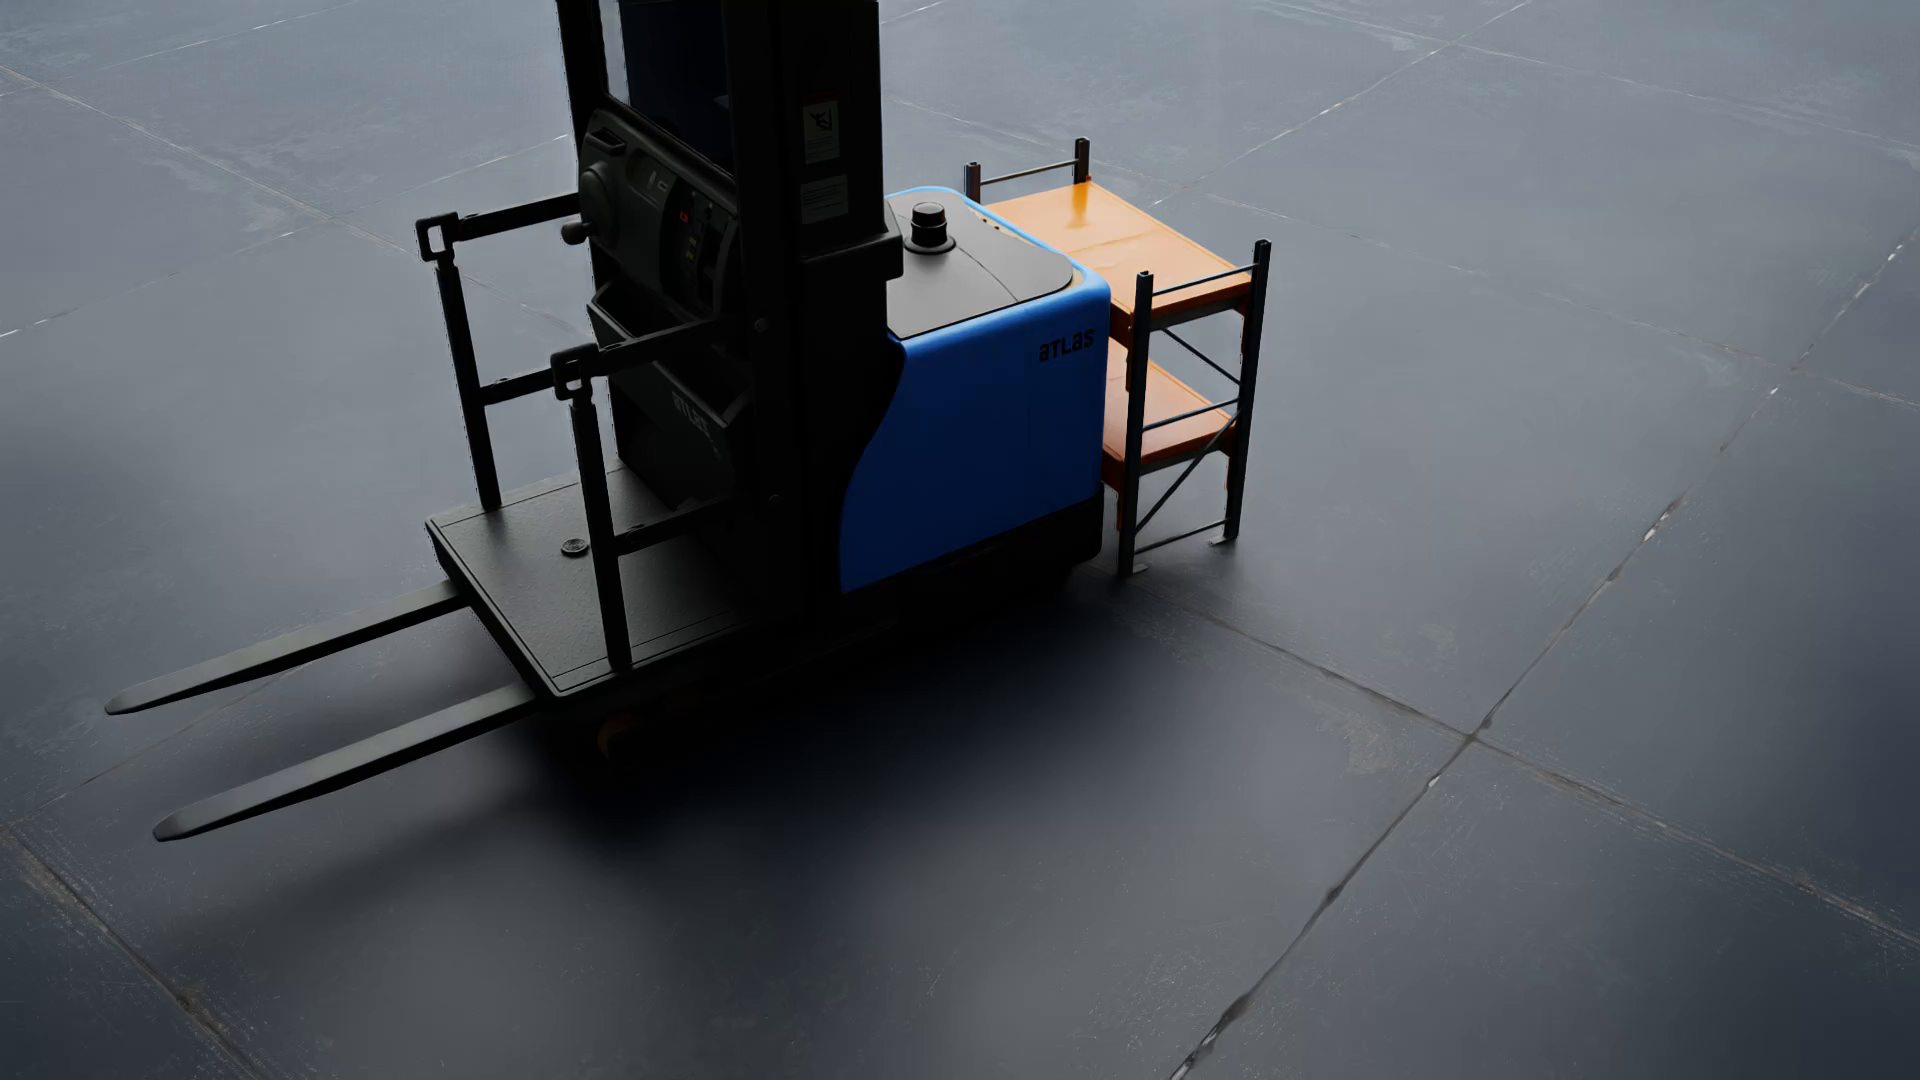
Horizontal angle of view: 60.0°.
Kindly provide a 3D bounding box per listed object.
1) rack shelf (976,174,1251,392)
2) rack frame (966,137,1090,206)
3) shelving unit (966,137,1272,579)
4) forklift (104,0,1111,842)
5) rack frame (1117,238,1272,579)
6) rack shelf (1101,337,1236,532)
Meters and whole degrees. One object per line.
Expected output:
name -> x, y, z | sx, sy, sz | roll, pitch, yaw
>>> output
rack shelf -> 0.501, -0.900, 5.655 | 0.538, 0.278, 1.000 | -18, 39, -25
rack frame -> 0.243, -0.907, 6.181 | 0.500, 1.125, 0.032 | -18, 39, -25
shelving unit -> 0.501, -0.659, 5.820 | 0.538, 1.125, 1.048 | -18, 39, -25
forklift -> -1.021, -0.880, 4.547 | 3.031, 2.935, 1.130 | -21, 40, -28
rack frame -> 0.759, -0.411, 5.459 | 0.500, 1.125, 0.032 | -18, 39, -25
rack shelf -> 0.501, -0.457, 5.959 | 0.538, 0.278, 1.000 | -18, 39, -25
